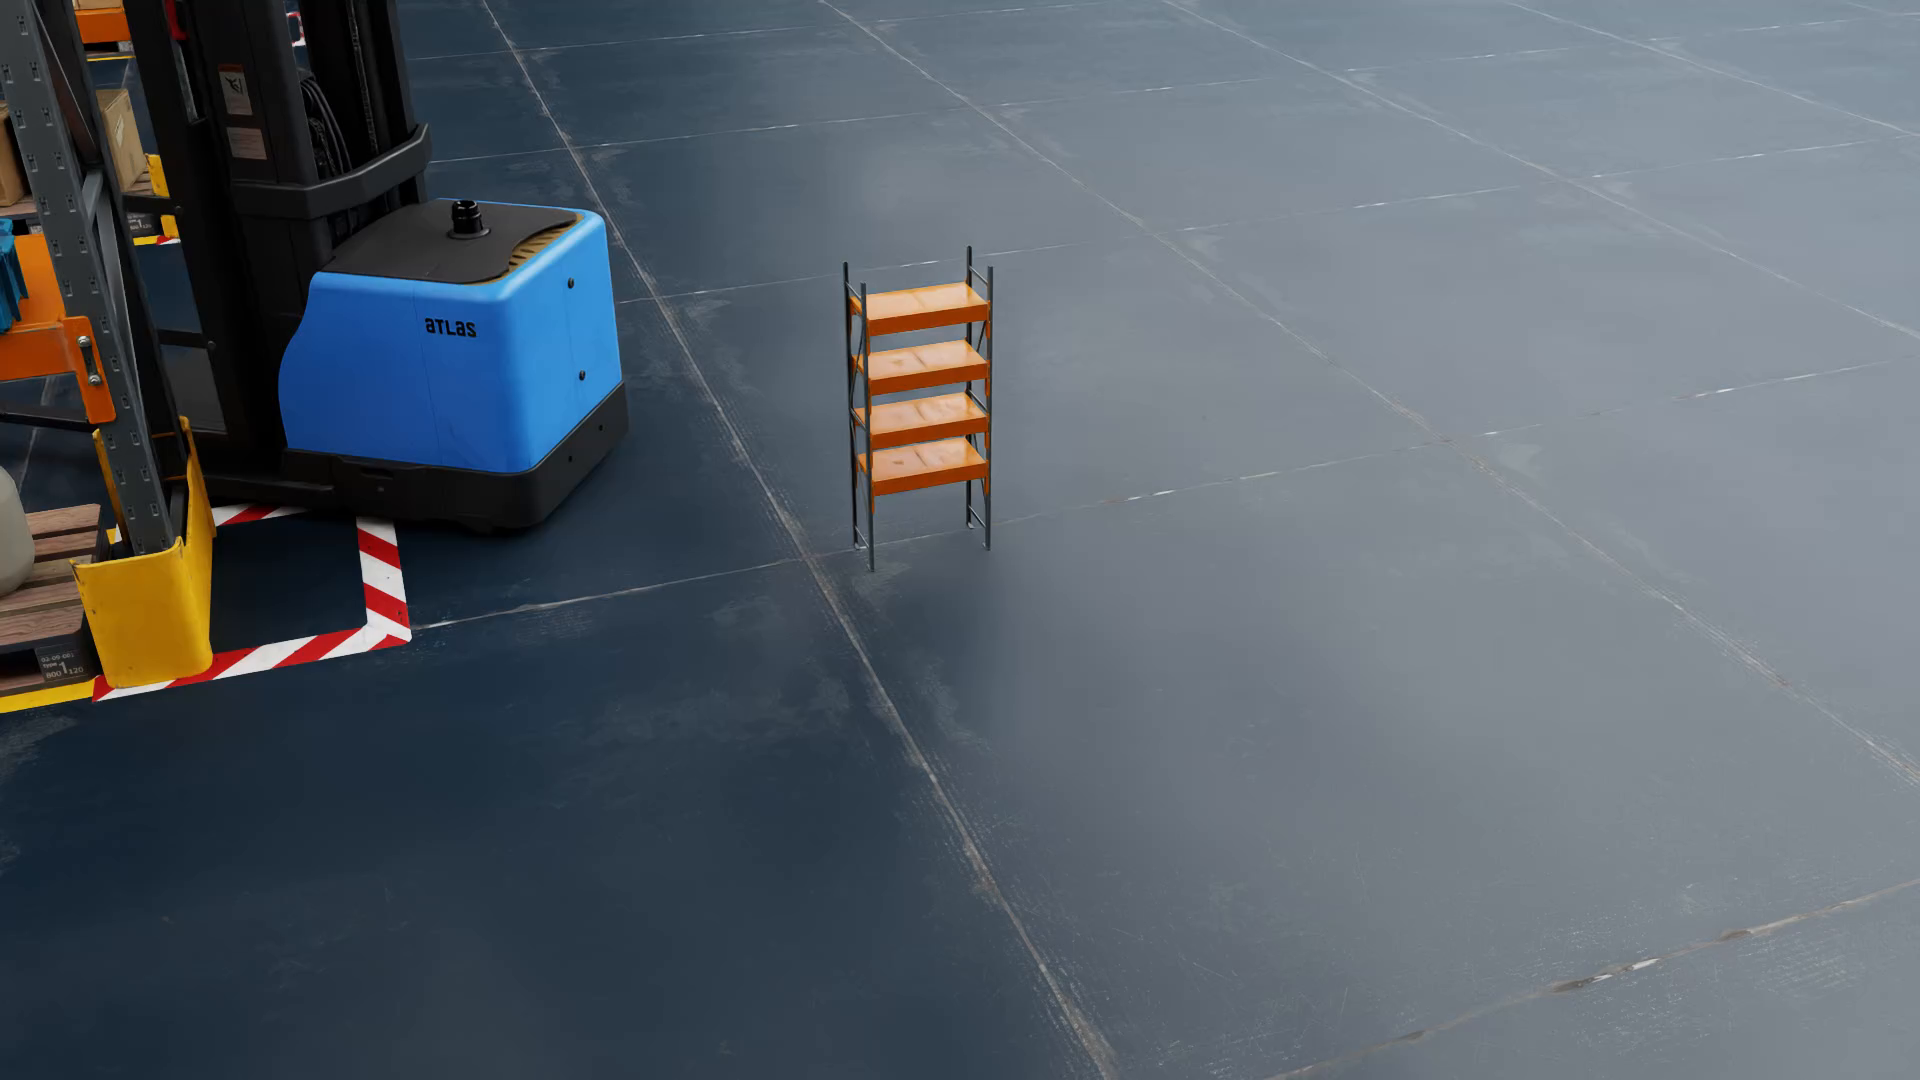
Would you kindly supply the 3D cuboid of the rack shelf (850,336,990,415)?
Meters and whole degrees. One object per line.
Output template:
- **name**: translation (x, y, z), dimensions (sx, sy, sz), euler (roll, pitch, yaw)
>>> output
- **rack shelf**: translation (-0.155, -0.629, 6.325), dimensions (0.480, 0.148, 0.258), euler (-10, 31, -18)

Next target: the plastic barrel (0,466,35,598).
- **plastic barrel**: translation (-3.565, -0.059, 5.913), dimensions (0.421, 0.512, 0.421), euler (0, 30, 0)

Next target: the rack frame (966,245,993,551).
- **rack frame**: translation (0.074, -0.535, 6.477), dimensions (0.015, 1.200, 0.240), euler (-10, 31, -18)

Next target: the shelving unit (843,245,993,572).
- **shelving unit**: translation (-0.155, -0.493, 6.403), dimensions (0.503, 1.200, 0.258), euler (-10, 31, -18)

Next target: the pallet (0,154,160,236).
- **pallet**: translation (-5.547, -2.056, 10.146), dimensions (1.213, 0.211, 1.003), euler (-10, 31, -18)

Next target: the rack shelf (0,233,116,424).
- **rack shelf**: translation (-4.849, -0.449, 5.235), dimensions (4.000, 0.370, 1.077), euler (-10, 31, -18)

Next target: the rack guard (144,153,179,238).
- **rack guard**: translation (-4.773, -2.306, 10.292), dimensions (0.348, 0.500, 1.175), euler (-10, 31, -18)

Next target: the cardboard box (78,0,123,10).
- **cardboard box**: translation (-4.897, -3.151, 9.504), dimensions (0.250, 0.149, 0.380), euler (-10, 31, -18)

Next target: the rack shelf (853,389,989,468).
- **rack shelf**: translation (-0.155, -0.434, 6.436), dimensions (0.480, 0.148, 0.258), euler (-10, 31, -18)

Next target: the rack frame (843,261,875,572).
- **rack frame**: translation (-0.384, -0.451, 6.329), dimensions (0.015, 1.200, 0.240), euler (-10, 31, -18)

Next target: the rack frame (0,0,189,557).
- **rack frame**: translation (-2.975, -1.107, 5.663), dimensions (0.127, 3.000, 1.000), euler (-10, 31, -18)

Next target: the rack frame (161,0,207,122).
- **rack frame**: translation (-4.702, -3.405, 9.696), dimensions (0.127, 3.000, 1.000), euler (-10, 31, -18)

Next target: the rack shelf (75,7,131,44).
- **rack shelf**: translation (-6.576, -2.747, 9.268), dimensions (4.000, 0.370, 1.077), euler (-10, 31, -18)

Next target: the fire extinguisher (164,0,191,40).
- **fire extinguisher**: translation (-4.434, -3.177, 9.375), dimensions (0.183, 0.674, 0.296), euler (-10, 31, -18)

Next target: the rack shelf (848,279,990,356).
- **rack shelf**: translation (-0.155, -0.834, 6.208), dimensions (0.480, 0.148, 0.258), euler (-10, 31, -18)

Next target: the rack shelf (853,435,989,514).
- **rack shelf**: translation (-0.155, -0.262, 6.534), dimensions (0.480, 0.148, 0.258), euler (-10, 31, -18)

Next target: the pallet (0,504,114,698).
- **pallet**: translation (-3.793, 0.277, 6.050), dimensions (1.213, 0.211, 1.003), euler (-10, 31, -18)

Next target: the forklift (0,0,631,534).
- **forklift**: translation (-3.058, -1.676, 6.730), dimensions (3.031, 2.935, 1.130), euler (7, 30, 12)

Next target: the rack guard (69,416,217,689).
- **rack guard**: translation (-3.030, 0.014, 6.220), dimensions (0.348, 0.500, 1.175), euler (-10, 31, -18)

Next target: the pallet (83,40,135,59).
- **pallet**: translation (-7.059, -4.337, 14.150), dimensions (1.213, 0.211, 1.003), euler (-10, 31, -18)

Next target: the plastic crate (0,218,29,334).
- **plastic crate**: translation (-3.339, -0.817, 5.304), dimensions (0.616, 0.251, 0.499), euler (-10, 31, -18)

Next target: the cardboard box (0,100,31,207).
- **cardboard box**: translation (-5.841, -2.282, 9.826), dimensions (0.500, 0.500, 0.500), euler (-3, 30, -5)

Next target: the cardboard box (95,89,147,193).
- **cardboard box**: translation (-5.293, -2.401, 10.035), dimensions (0.500, 0.500, 0.500), euler (-5, 30, -8)

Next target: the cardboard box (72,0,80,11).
- **cardboard box**: translation (-5.131, -3.108, 9.429), dimensions (0.250, 0.149, 0.380), euler (-10, 31, -18)
